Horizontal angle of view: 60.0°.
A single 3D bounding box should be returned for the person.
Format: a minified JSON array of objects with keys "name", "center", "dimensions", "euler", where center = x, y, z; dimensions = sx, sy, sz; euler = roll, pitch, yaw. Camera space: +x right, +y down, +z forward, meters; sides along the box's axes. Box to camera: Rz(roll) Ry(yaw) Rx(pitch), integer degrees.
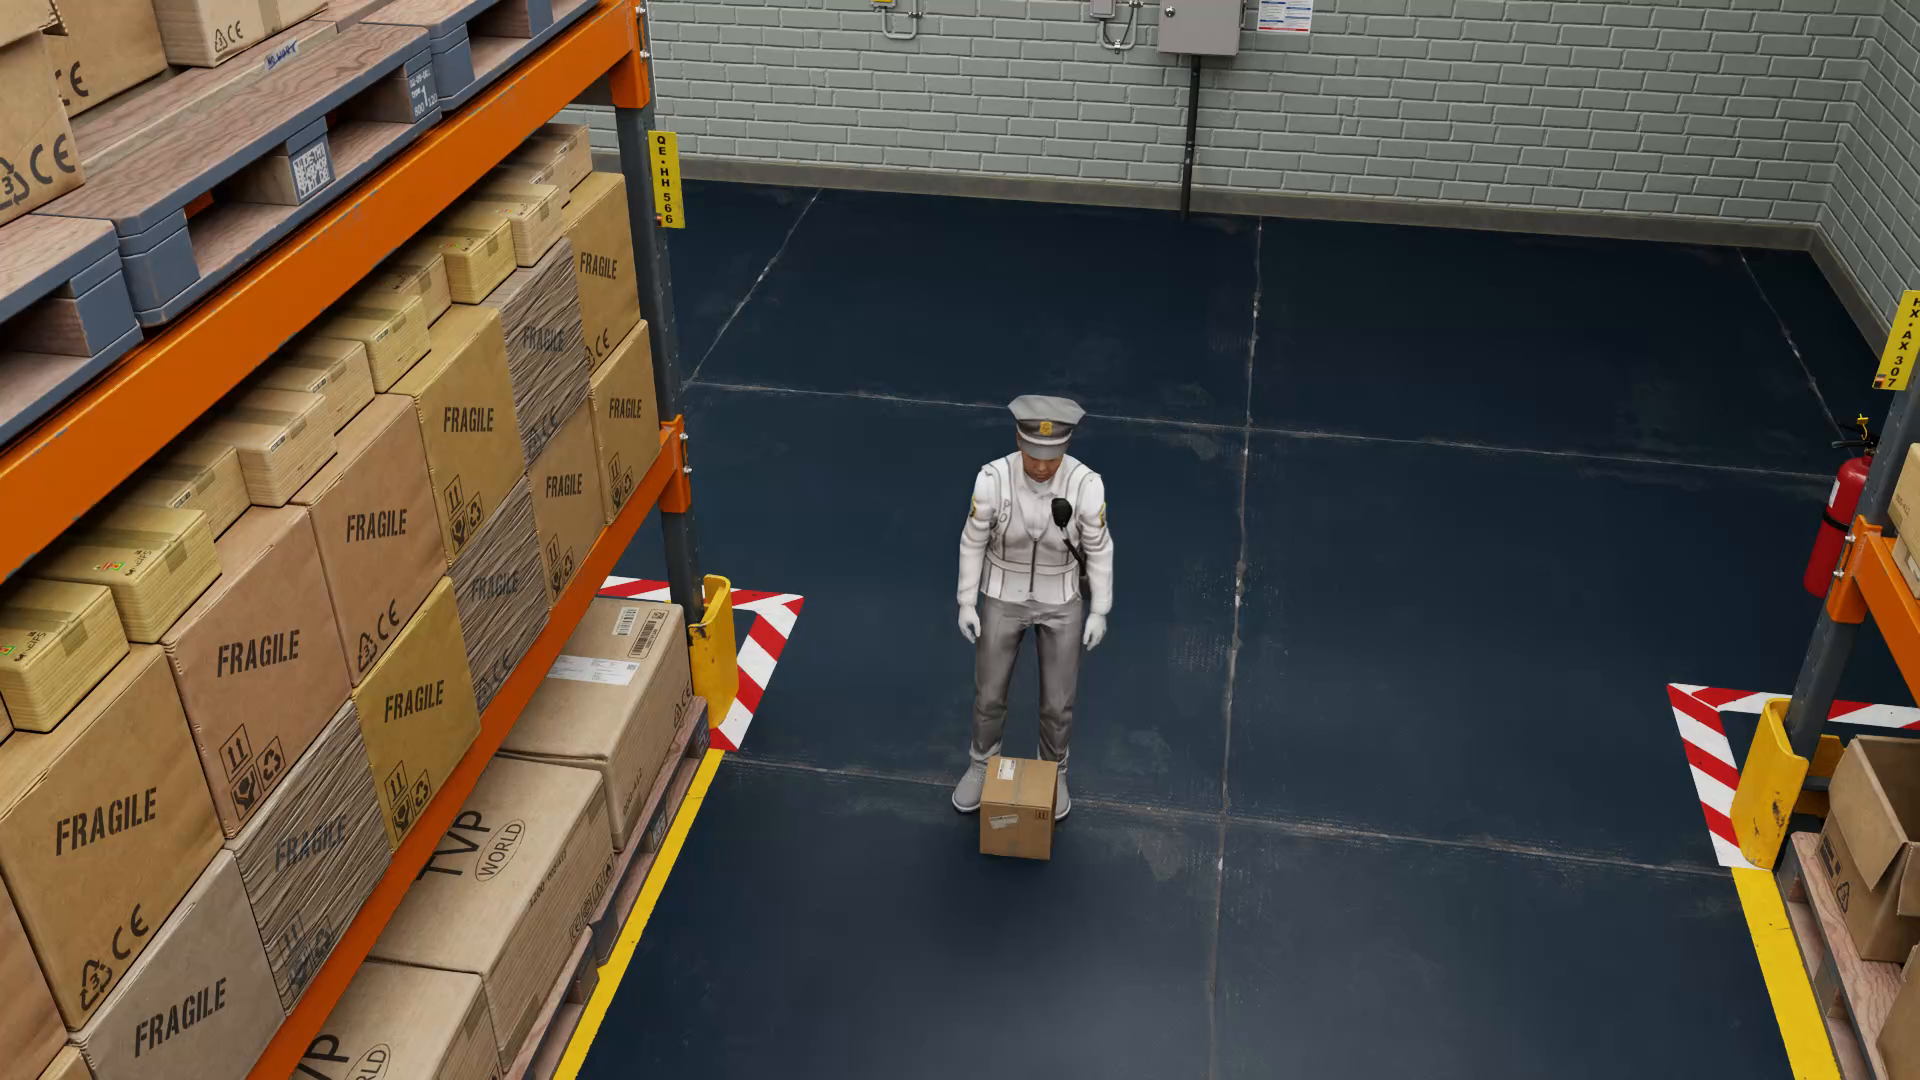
[{"name":"person","center":[0.253,0.233,5.768],"dimensions":[0.546,1.665,0.374],"euler":[3,33,5]}]
